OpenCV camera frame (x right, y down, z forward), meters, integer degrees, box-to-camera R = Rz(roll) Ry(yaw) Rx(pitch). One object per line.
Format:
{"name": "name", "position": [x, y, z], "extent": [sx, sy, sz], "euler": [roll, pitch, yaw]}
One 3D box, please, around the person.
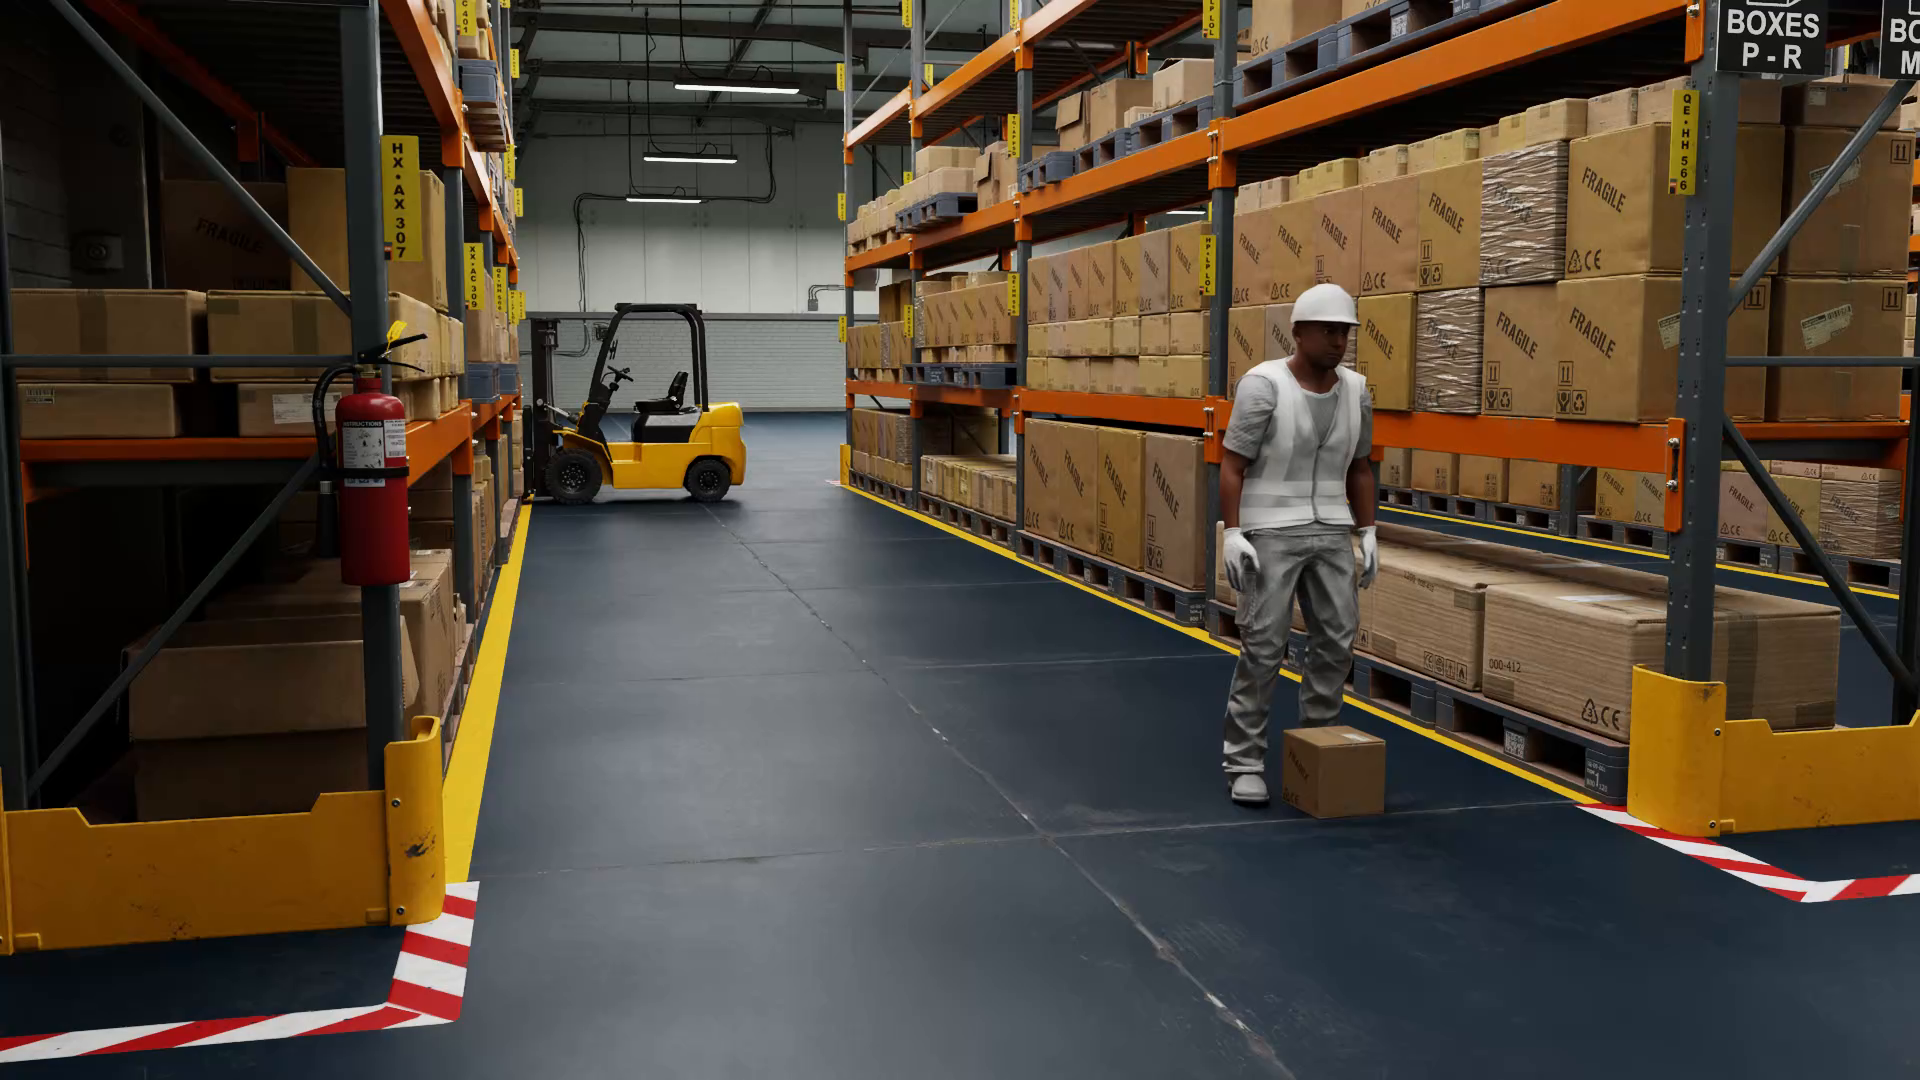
{"name": "person", "position": [1.187, 0.007, 5.783], "extent": [0.619, 1.772, 0.450], "euler": [-2, 6, -19]}
